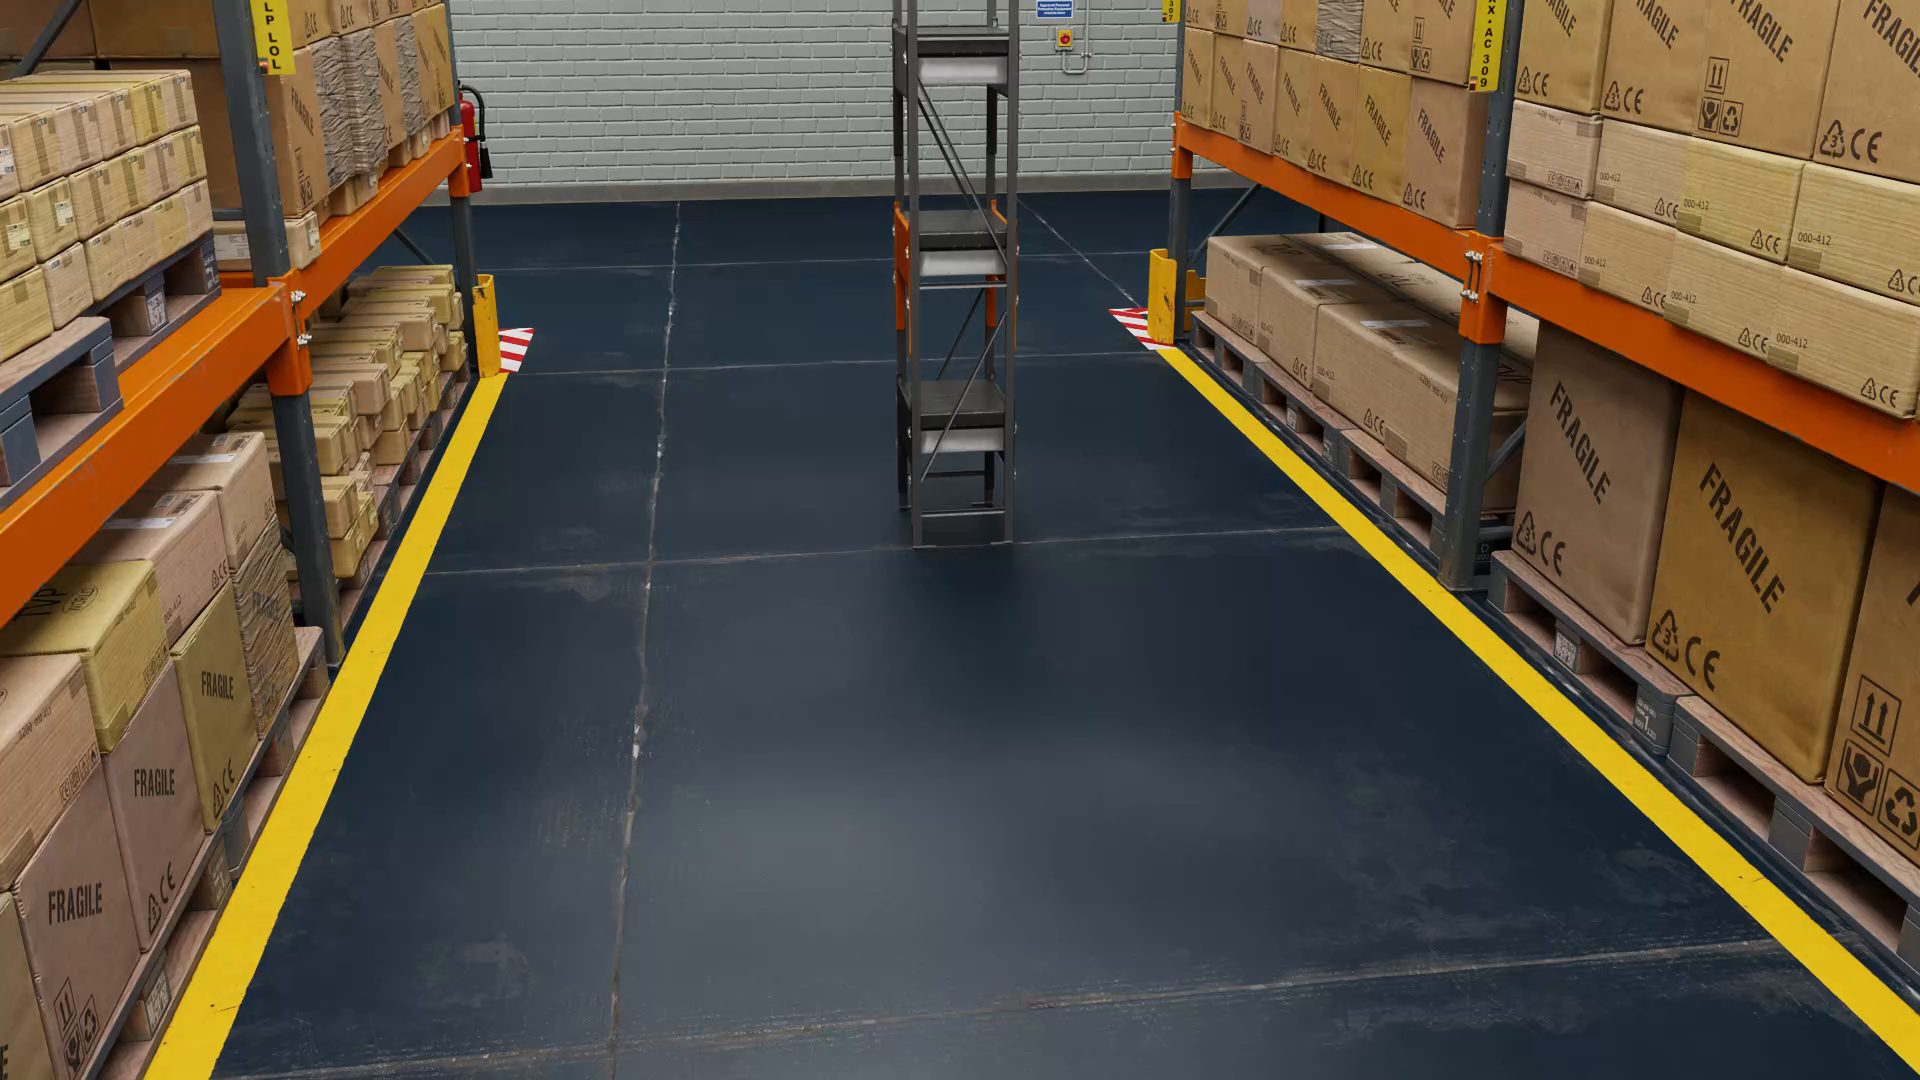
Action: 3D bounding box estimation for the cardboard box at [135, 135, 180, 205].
[{"bbox_3d":[-2.285,-0.966,4.348,0.380,0.149,0.250,-3,21,-7],"label":"cardboard box"}]

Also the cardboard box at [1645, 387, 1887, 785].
[{"bbox_3d":[2.613,0.071,4.676,0.875,0.875,0.875,-2,21,-6],"label":"cardboard box"}]

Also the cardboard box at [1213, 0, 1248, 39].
[{"bbox_3d":[1.599,-2.792,8.332,0.500,0.500,0.500,-3,21,-9],"label":"cardboard box"}]

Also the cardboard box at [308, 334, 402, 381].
[{"bbox_3d":[-2.622,-0.778,7.136,0.380,0.149,0.250,-3,21,-7],"label":"cardboard box"}]

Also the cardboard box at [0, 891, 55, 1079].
[{"bbox_3d":[-1.926,0.961,2.827,0.500,0.500,0.500,-3,21,-7],"label":"cardboard box"}]

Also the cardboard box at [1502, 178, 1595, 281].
[{"bbox_3d":[2.109,-1.015,5.361,0.500,0.250,0.500,-3,21,-9],"label":"cardboard box"}]

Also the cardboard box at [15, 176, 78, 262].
[{"bbox_3d":[-2.172,-0.695,3.623,0.380,0.149,0.250,-4,21,-11],"label":"cardboard box"}]

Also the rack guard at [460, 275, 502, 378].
[{"bbox_3d":[-3.143,-1.154,9.091,1.175,0.500,0.348,-3,21,-8],"label":"rack guard"}]

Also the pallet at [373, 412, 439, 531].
[{"bbox_3d":[-2.888,-0.314,7.255,1.003,0.211,1.213,-3,21,-8],"label":"pallet"}]

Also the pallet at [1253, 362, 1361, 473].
[{"bbox_3d":[2.095,-0.635,8.115,1.003,0.211,1.213,-3,21,-8],"label":"pallet"}]

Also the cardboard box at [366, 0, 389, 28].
[{"bbox_3d":[-2.605,-2.322,6.648,0.500,0.500,0.500,-4,21,-10],"label":"cardboard box"}]

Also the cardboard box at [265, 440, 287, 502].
[{"bbox_3d":[-2.422,-0.236,5.684,0.380,0.149,0.250,-2,21,-6],"label":"cardboard box"}]

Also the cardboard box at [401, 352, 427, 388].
[{"bbox_3d":[-2.613,-0.735,7.446,0.380,0.149,0.250,-2,21,-5],"label":"cardboard box"}]

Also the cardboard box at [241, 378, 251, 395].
[{"bbox_3d":[-3.147,-0.664,6.831,0.380,0.149,0.250,-4,21,-10],"label":"cardboard box"}]

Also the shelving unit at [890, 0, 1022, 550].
[{"bbox_3d":[-0.024,-1.041,6.502,0.431,2.100,0.503,-3,21,-8],"label":"shelving unit"}]

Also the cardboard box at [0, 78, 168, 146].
[{"bbox_3d":[-2.286,-1.102,4.287,0.380,0.149,0.250,-4,21,-9],"label":"cardboard box"}]

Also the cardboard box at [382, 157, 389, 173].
[{"bbox_3d":[-2.728,-1.684,7.298,0.380,0.149,0.250,-4,21,-10],"label":"cardboard box"}]

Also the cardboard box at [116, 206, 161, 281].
[{"bbox_3d":[-2.252,-0.741,4.173,0.380,0.149,0.250,-3,21,-8],"label":"cardboard box"}]

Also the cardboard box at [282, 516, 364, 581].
[{"bbox_3d":[-2.312,0.030,5.822,0.380,0.149,0.250,-4,21,-10],"label":"cardboard box"}]

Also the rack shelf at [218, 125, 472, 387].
[{"bbox_3d":[-2.865,-1.322,6.996,1.077,0.370,4.000,-3,21,-8],"label":"rack shelf"}]

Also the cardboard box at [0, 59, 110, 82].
[{"bbox_3d":[-2.926,-1.306,5.356,0.500,0.500,0.500,-3,21,-8],"label":"cardboard box"}]

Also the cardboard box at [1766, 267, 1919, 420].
[{"bbox_3d":[2.306,-0.484,3.939,0.500,0.250,0.500,-3,21,-9],"label":"cardboard box"}]

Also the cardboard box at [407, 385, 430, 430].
[{"bbox_3d":[-2.614,-0.595,7.497,0.380,0.149,0.250,-3,21,-7],"label":"cardboard box"}]

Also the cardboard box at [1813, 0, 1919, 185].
[{"bbox_3d":[2.337,-1.072,3.727,0.500,0.500,0.500,-3,21,-9],"label":"cardboard box"}]

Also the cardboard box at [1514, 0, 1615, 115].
[{"bbox_3d":[2.086,-1.599,5.139,0.500,0.500,0.500,-3,21,-7],"label":"cardboard box"}]

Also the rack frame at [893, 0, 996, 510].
[{"bbox_3d":[-0.059,-1.125,6.728,0.400,2.100,0.015,-3,21,-8],"label":"rack frame"}]

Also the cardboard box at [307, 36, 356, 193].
[{"bbox_3d":[-2.478,-1.507,5.897,0.500,0.500,0.500,-3,21,-8],"label":"cardboard box"}]

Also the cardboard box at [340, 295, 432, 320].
[{"bbox_3d":[-2.710,-1.054,7.876,0.380,0.149,0.250,-4,21,-10],"label":"cardboard box"}]

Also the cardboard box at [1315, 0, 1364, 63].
[{"bbox_3d":[1.818,-2.267,6.928,0.500,0.500,0.500,-3,21,-7],"label":"cardboard box"}]

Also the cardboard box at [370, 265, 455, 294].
[{"bbox_3d":[-2.827,-1.320,8.588,0.380,0.149,0.250,-3,21,-7],"label":"cardboard box"}]

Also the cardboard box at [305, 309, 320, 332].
[{"bbox_3d":[-3.228,-1.028,7.804,0.380,0.149,0.250,-4,21,-10],"label":"cardboard box"}]

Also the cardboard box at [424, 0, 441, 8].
[{"bbox_3d":[-2.842,-2.860,8.089,0.500,0.500,0.500,-3,21,-9],"label":"cardboard box"}]

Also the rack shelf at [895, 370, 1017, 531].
[{"bbox_3d":[-0.024,-0.372,6.752,0.431,0.518,0.480,-3,21,-8],"label":"rack shelf"}]

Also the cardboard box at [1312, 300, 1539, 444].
[{"bbox_3d":[2.193,-0.780,7.579,0.875,0.438,0.875,-4,21,-9],"label":"cardboard box"}]

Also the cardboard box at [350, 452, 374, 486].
[{"bbox_3d":[-2.523,-0.231,6.521,0.380,0.149,0.250,-3,21,-9],"label":"cardboard box"}]

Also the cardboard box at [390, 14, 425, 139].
[{"bbox_3d":[-2.683,-2.041,7.326,0.500,0.500,0.500,-3,21,-8],"label":"cardboard box"}]

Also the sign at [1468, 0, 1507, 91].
[{"bbox_3d":[1.758,-1.665,5.536,0.100,0.325,0.005,-3,21,-8],"label":"sign"}]

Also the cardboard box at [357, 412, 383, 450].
[{"bbox_3d":[-2.561,-0.464,6.720,0.380,0.149,0.250,-2,21,-5],"label":"cardboard box"}]

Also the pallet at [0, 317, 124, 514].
[{"bbox_3d":[-2.326,-0.175,3.171,1.003,0.211,1.213,-3,21,-8],"label":"pallet"}]

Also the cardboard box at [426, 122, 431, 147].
[{"bbox_3d":[-2.777,-1.961,8.038,0.380,0.149,0.250,-3,21,-8],"label":"cardboard box"}]

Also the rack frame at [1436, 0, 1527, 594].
[{"bbox_3d":[2.307,-1.251,5.778,1.000,3.000,0.127,-3,21,-8],"label":"rack frame"}]

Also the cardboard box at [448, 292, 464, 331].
[{"bbox_3d":[-2.795,-1.183,8.646,0.380,0.149,0.250,-3,21,-9],"label":"cardboard box"}]

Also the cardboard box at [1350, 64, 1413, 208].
[{"bbox_3d":[1.907,-1.623,6.632,0.500,0.500,0.500,-3,21,-9],"label":"cardboard box"}]

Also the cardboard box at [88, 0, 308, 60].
[{"bbox_3d":[-2.401,-1.789,5.222,0.500,0.500,0.500,-2,21,-6],"label":"cardboard box"}]

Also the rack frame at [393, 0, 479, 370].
[{"bbox_3d":[-3.154,-2.351,8.724,1.000,3.000,0.127,-3,21,-8],"label":"rack frame"}]

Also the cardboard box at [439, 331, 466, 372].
[{"bbox_3d":[-2.734,-0.957,8.465,0.380,0.149,0.250,-2,21,-6],"label":"cardboard box"}]

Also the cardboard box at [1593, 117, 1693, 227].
[{"bbox_3d":[2.194,-1.069,4.791,0.500,0.250,0.500,-3,21,-7],"label":"cardboard box"}]

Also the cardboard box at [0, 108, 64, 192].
[{"bbox_3d":[-2.181,-0.836,3.576,0.380,0.149,0.250,-4,21,-10],"label":"cardboard box"}]

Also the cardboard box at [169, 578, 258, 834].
[{"bbox_3d":[-2.148,0.429,4.252,0.500,0.500,0.500,-3,21,-9],"label":"cardboard box"}]

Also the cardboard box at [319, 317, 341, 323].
[{"bbox_3d":[-3.226,-0.979,8.100,0.380,0.149,0.250,-3,21,-7],"label":"cardboard box"}]

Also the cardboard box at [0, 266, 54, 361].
[{"bbox_3d":[-2.133,-0.467,3.438,0.380,0.149,0.250,-2,21,-5],"label":"cardboard box"}]

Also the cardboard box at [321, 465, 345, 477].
[{"bbox_3d":[-2.438,-0.191,5.991,0.380,0.149,0.250,-3,21,-7],"label":"cardboard box"}]

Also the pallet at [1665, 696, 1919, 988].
[{"bbox_3d":[2.672,0.742,4.427,1.003,0.211,1.213,-3,21,-8],"label":"pallet"}]

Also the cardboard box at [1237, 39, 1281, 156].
[{"bbox_3d":[1.671,-2.151,8.046,0.500,0.500,0.500,-3,21,-8],"label":"cardboard box"}]

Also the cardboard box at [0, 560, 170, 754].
[{"bbox_3d":[-2.068,0.263,3.626,0.500,0.250,0.500,-4,21,-10],"label":"cardboard box"}]

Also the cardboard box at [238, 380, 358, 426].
[{"bbox_3d":[-2.548,-0.508,6.414,0.380,0.149,0.250,-3,21,-9],"label":"cardboard box"}]

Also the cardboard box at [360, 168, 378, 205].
[{"bbox_3d":[-2.532,-1.417,6.581,0.380,0.149,0.250,-2,21,-5],"label":"cardboard box"}]
